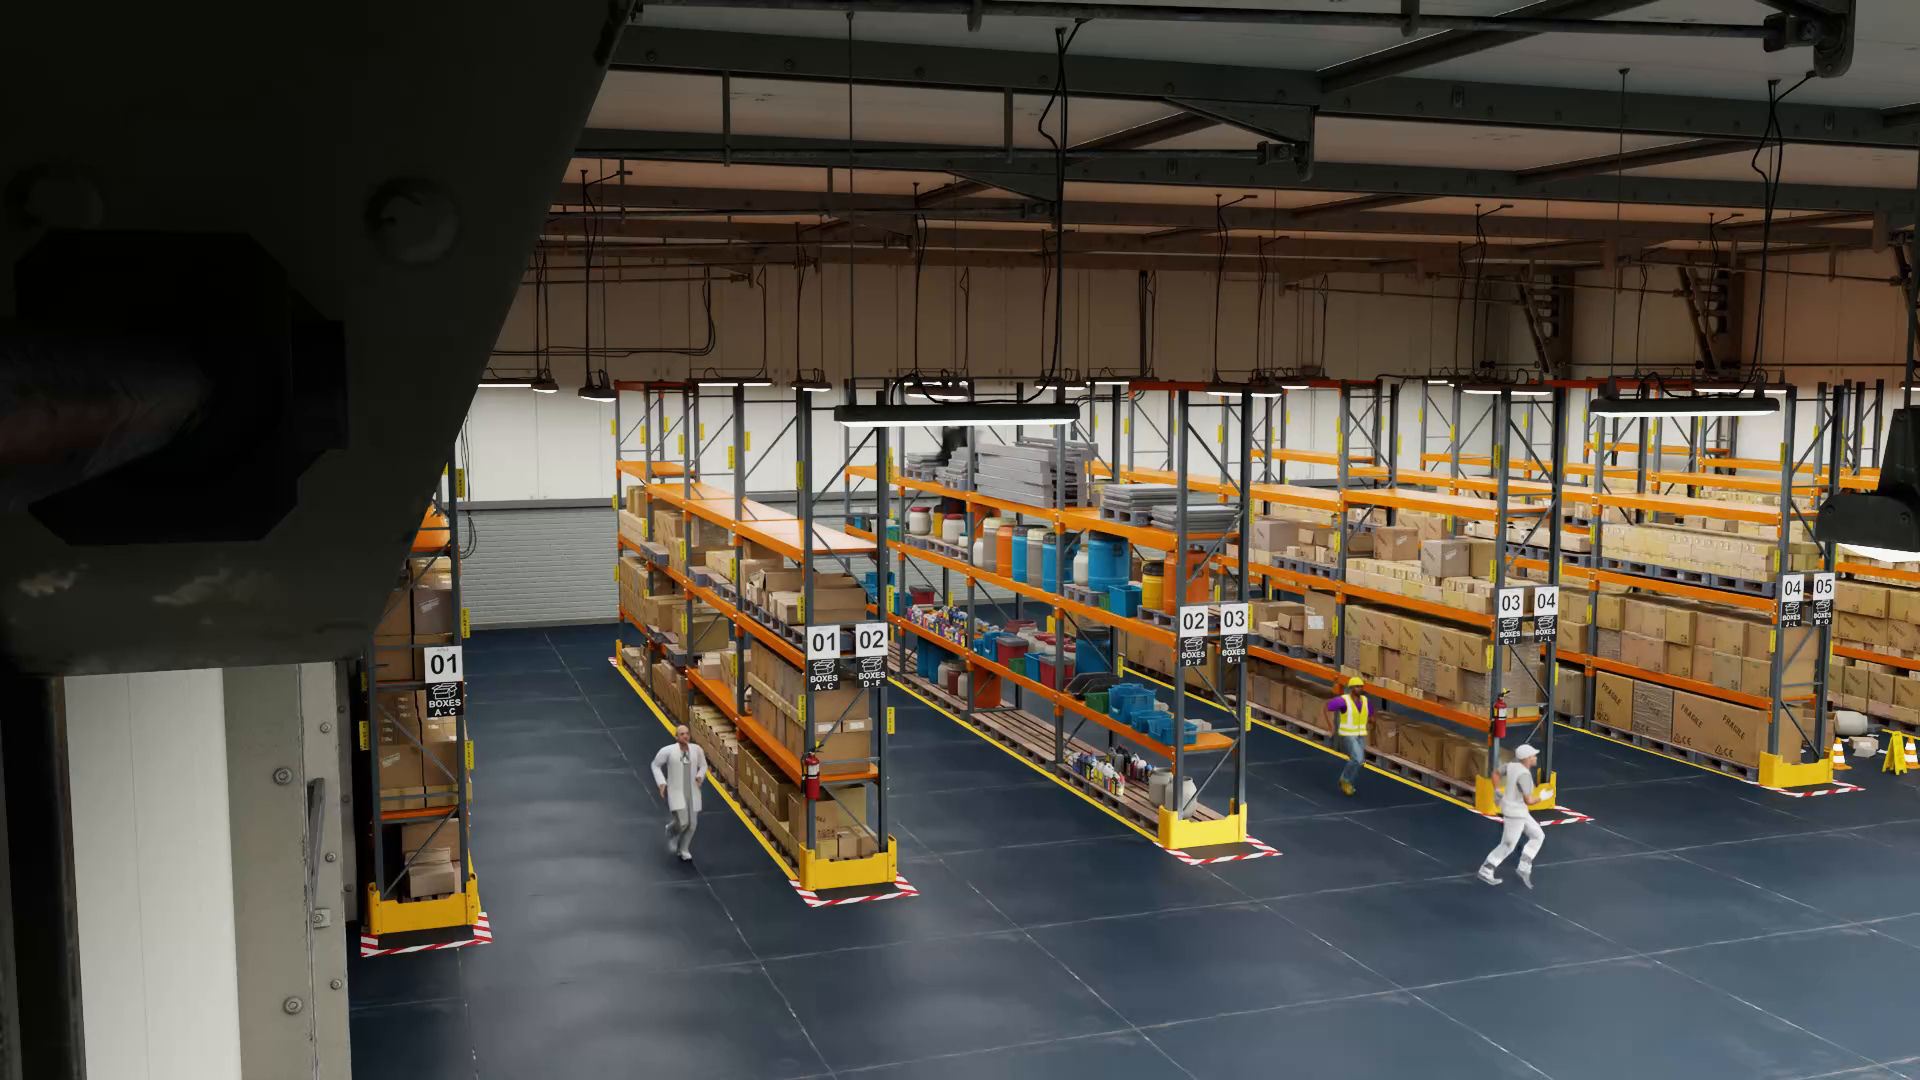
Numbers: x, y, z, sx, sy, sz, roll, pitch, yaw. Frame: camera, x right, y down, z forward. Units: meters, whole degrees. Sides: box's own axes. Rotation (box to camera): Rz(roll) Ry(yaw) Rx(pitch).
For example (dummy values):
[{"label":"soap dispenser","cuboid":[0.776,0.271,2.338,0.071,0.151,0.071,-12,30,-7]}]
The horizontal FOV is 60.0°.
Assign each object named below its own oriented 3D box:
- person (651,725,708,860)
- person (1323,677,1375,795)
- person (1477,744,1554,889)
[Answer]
[{"label":"person","cuboid":[-3.519,3.229,21.204,0.704,1.732,0.628,-3,7,-30]},{"label":"person","cuboid":[5.794,2.879,24.410,0.695,1.747,0.666,-3,7,-25]},{"label":"person","cuboid":[6.686,3.331,20.022,0.839,1.787,0.693,1,6,8]}]
